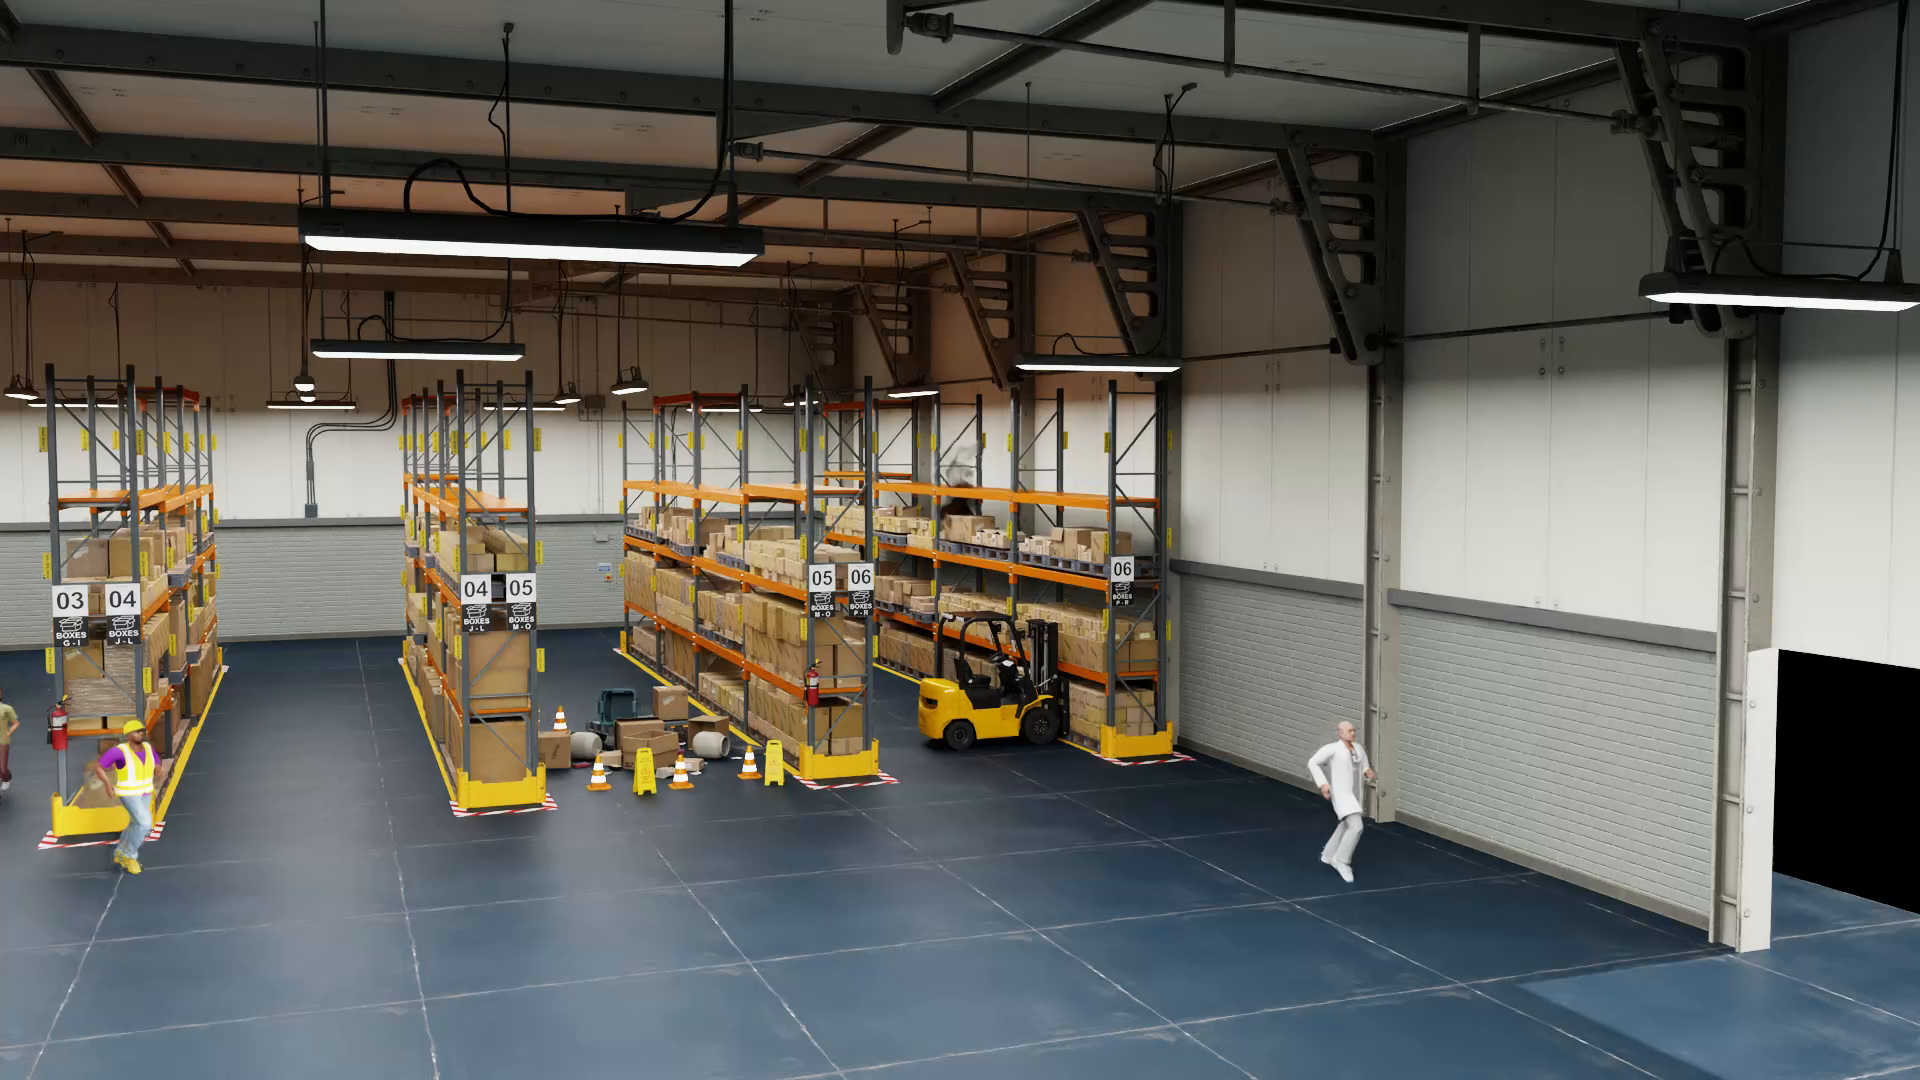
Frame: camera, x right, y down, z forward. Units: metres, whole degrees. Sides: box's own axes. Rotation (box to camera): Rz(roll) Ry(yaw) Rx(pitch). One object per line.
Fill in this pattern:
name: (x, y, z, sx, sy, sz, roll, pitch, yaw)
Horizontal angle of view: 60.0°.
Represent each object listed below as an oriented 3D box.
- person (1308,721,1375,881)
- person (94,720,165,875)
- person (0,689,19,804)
person: (4.455, 2.999, 19.174, 0.671, 1.823, 0.798, -3, 4, -37)
person: (-9.629, 2.992, 19.429, 0.718, 1.791, 0.675, 1, 4, 20)
person: (-13.356, 2.843, 23.035, 0.579, 1.660, 0.818, -1, 4, -19)
